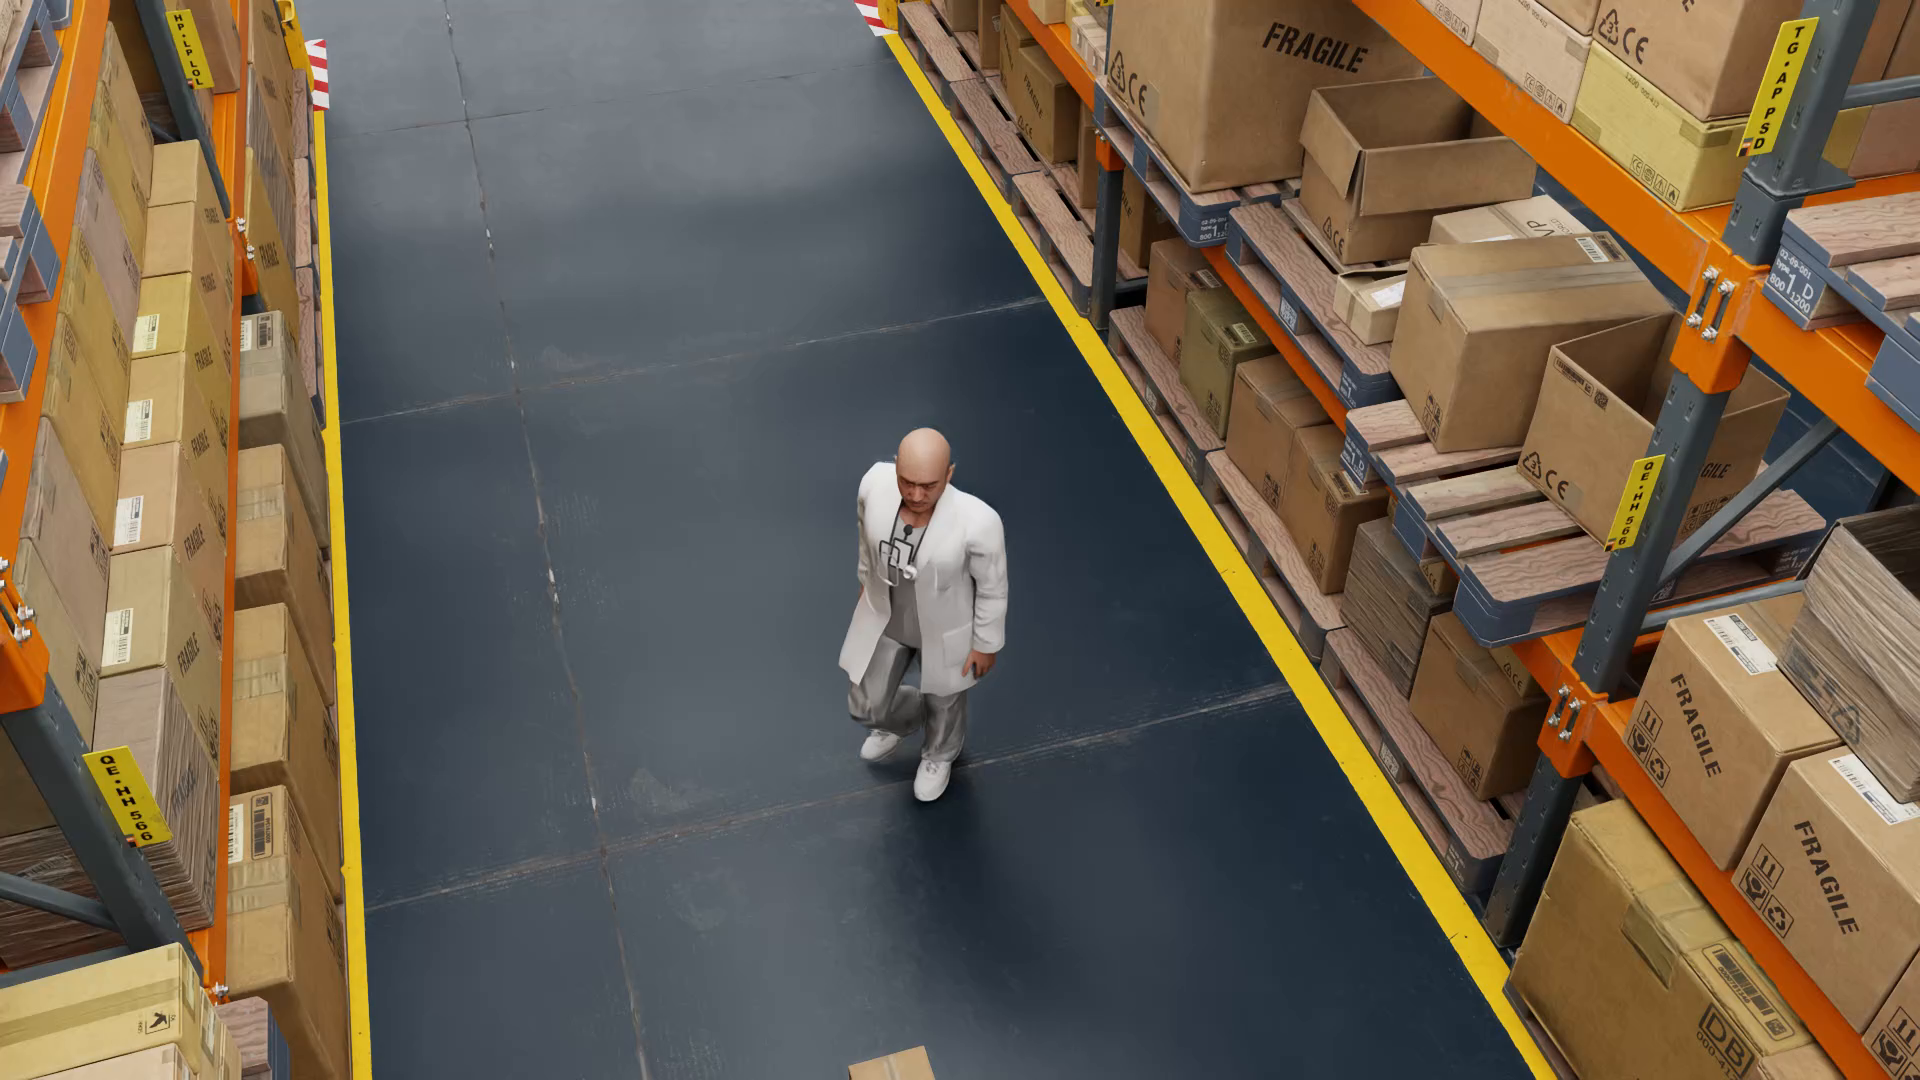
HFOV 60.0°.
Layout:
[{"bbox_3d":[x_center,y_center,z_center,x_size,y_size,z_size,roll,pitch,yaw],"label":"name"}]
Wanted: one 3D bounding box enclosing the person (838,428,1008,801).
[{"bbox_3d":[-0.120,0.281,5.828,0.610,1.766,0.525,15,44,17],"label":"person"}]
